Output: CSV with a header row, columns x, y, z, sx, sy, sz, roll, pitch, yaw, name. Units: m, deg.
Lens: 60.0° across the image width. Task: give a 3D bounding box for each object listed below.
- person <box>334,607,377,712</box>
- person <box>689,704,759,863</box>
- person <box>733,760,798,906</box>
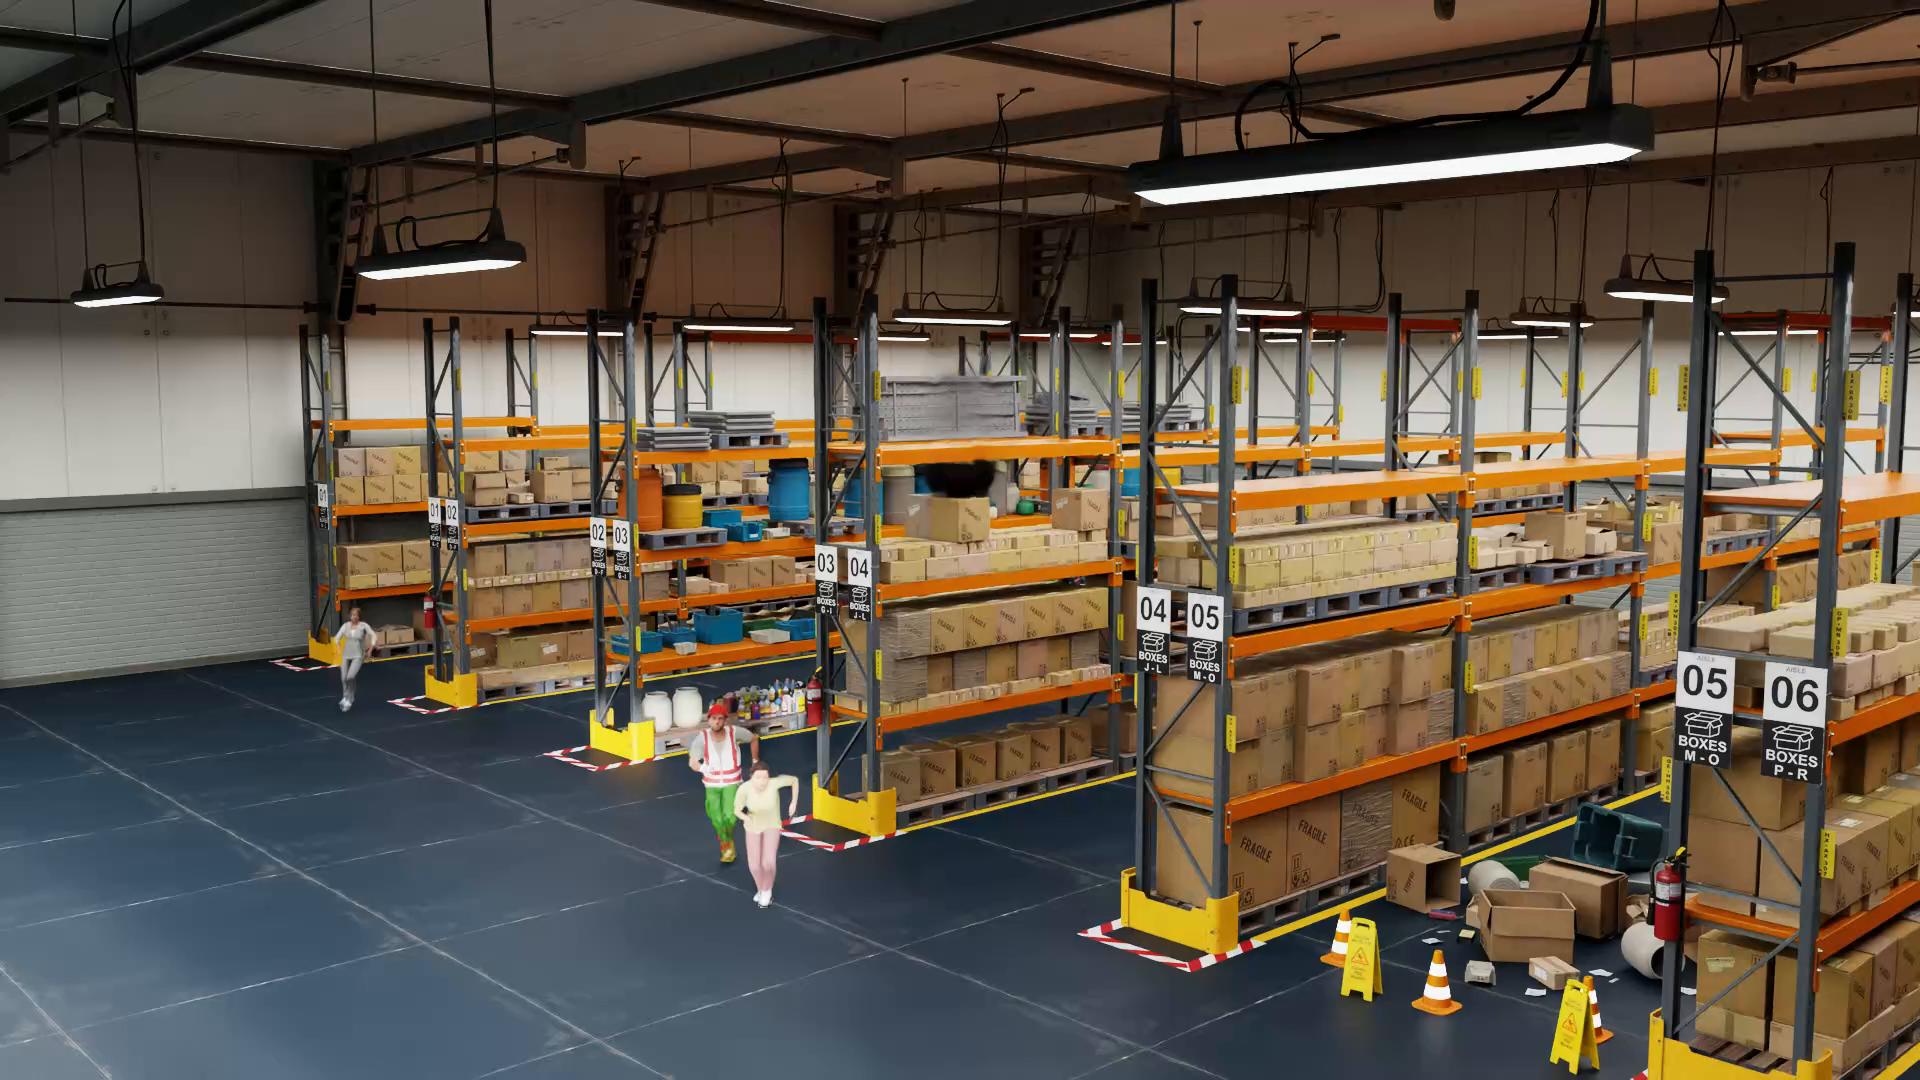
x,y,z,sx,sy,sz,roll,pitch,yaw,name
-9.283,1.818,25.488,0.602,1.583,0.610,0,6,0,person
-2.448,2.547,17.235,0.706,1.727,0.738,0,6,-3,person
-1.852,2.797,15.920,0.610,1.510,0.880,0,6,-4,person
